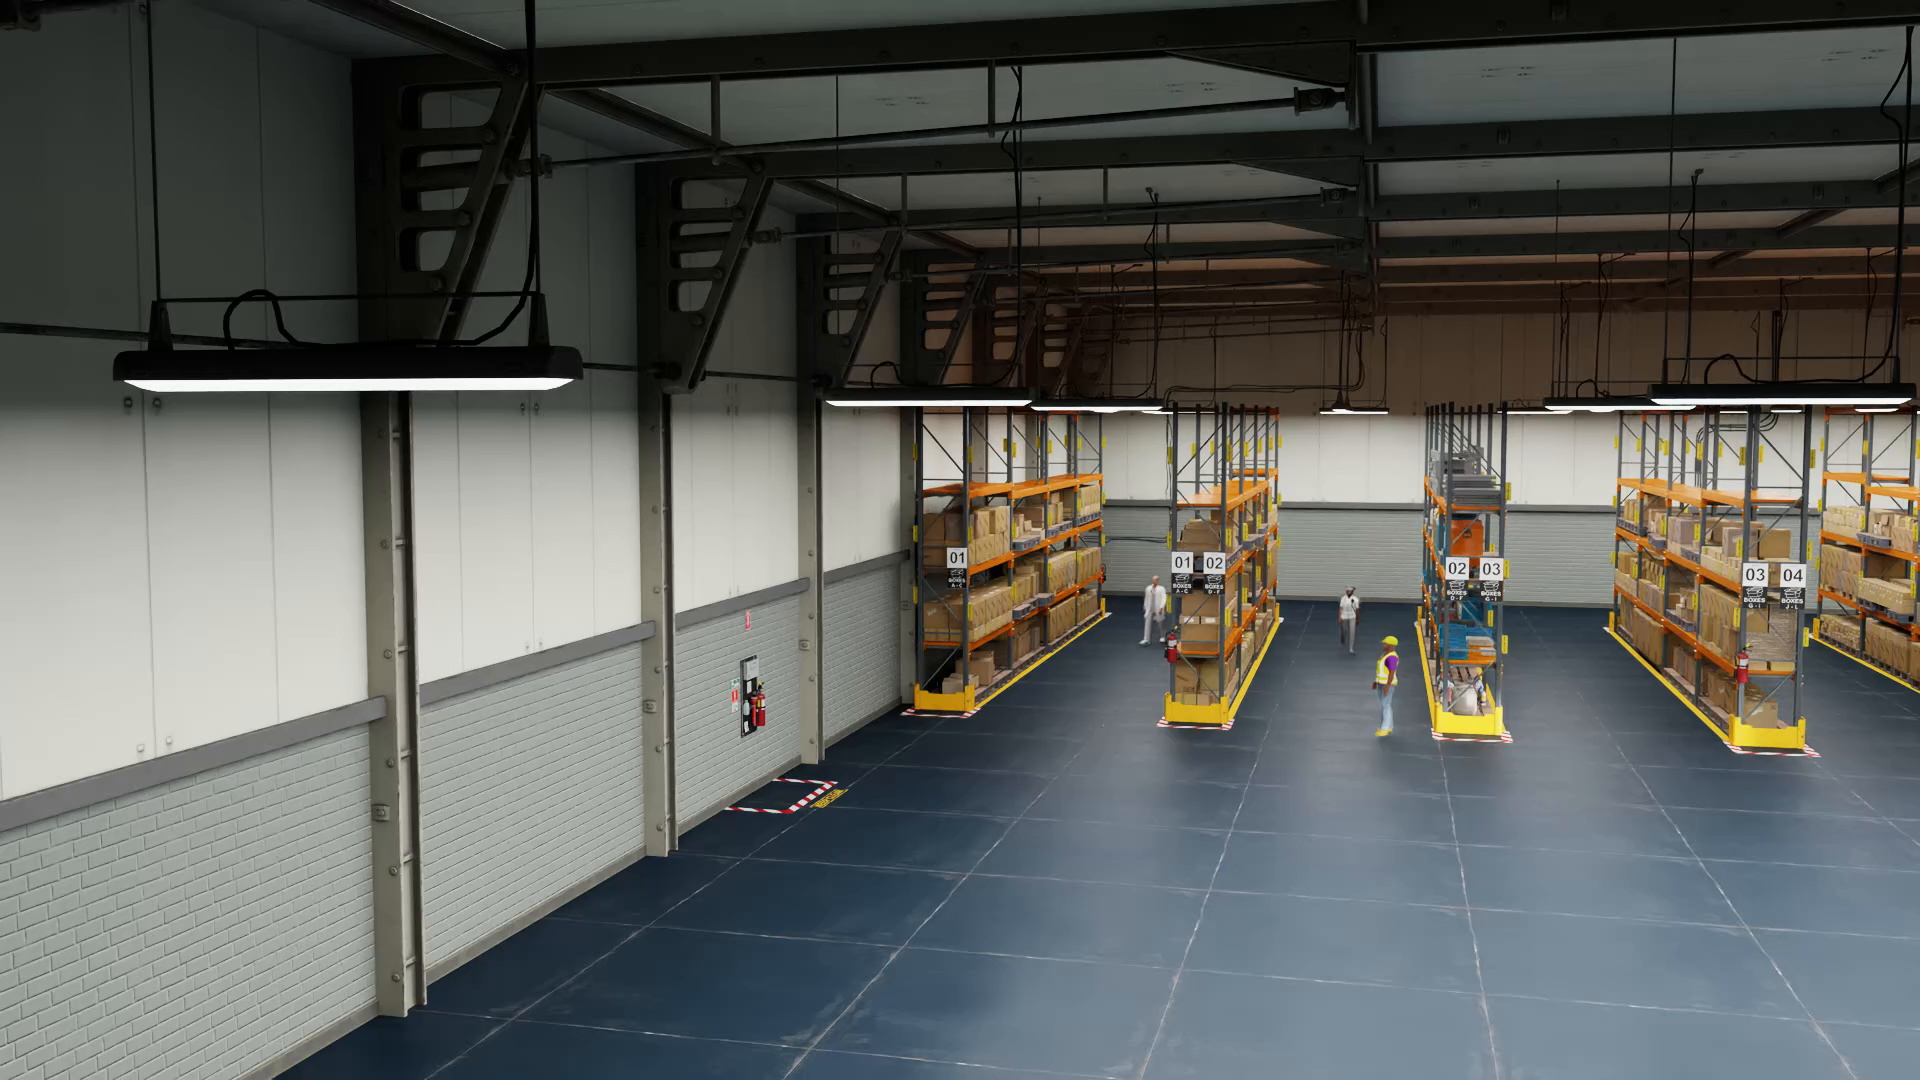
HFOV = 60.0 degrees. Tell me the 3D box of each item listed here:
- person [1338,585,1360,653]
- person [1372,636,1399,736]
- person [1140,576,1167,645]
[{"bbox_3d":[9.461,1.909,40.493,0.526,1.639,0.939,1,4,8],"label":"person"},{"bbox_3d":[7.662,2.629,30.073,0.574,1.783,0.594,-1,4,-17],"label":"person"},{"bbox_3d":[4.883,1.761,41.795,0.648,1.726,1.112,2,5,30],"label":"person"}]
